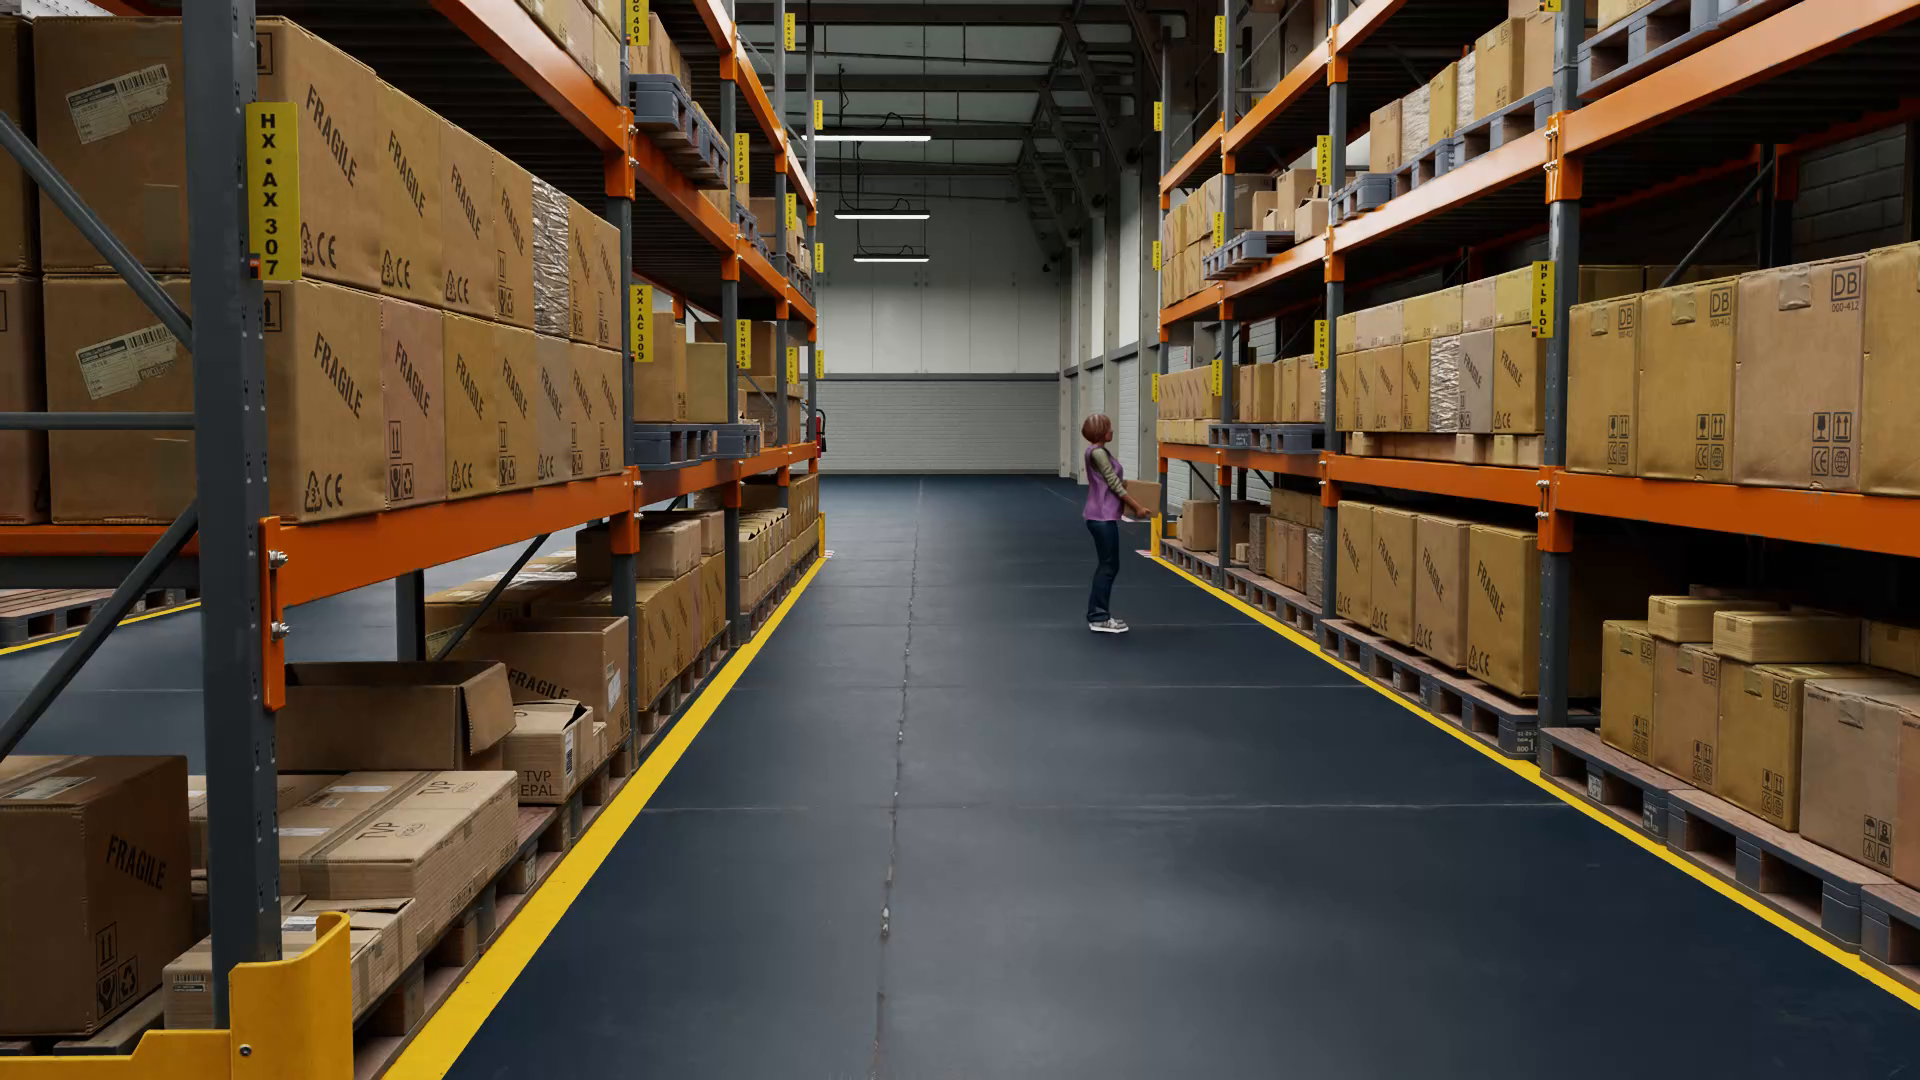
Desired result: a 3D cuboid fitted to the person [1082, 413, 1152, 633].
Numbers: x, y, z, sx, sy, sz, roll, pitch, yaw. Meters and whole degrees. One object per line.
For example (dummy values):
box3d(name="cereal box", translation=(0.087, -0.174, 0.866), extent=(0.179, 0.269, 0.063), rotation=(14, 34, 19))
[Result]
box3d(name="person", translation=(1.137, -0.129, 12.144), extent=(0.500, 1.589, 0.405), rotation=(0, 4, -1))
